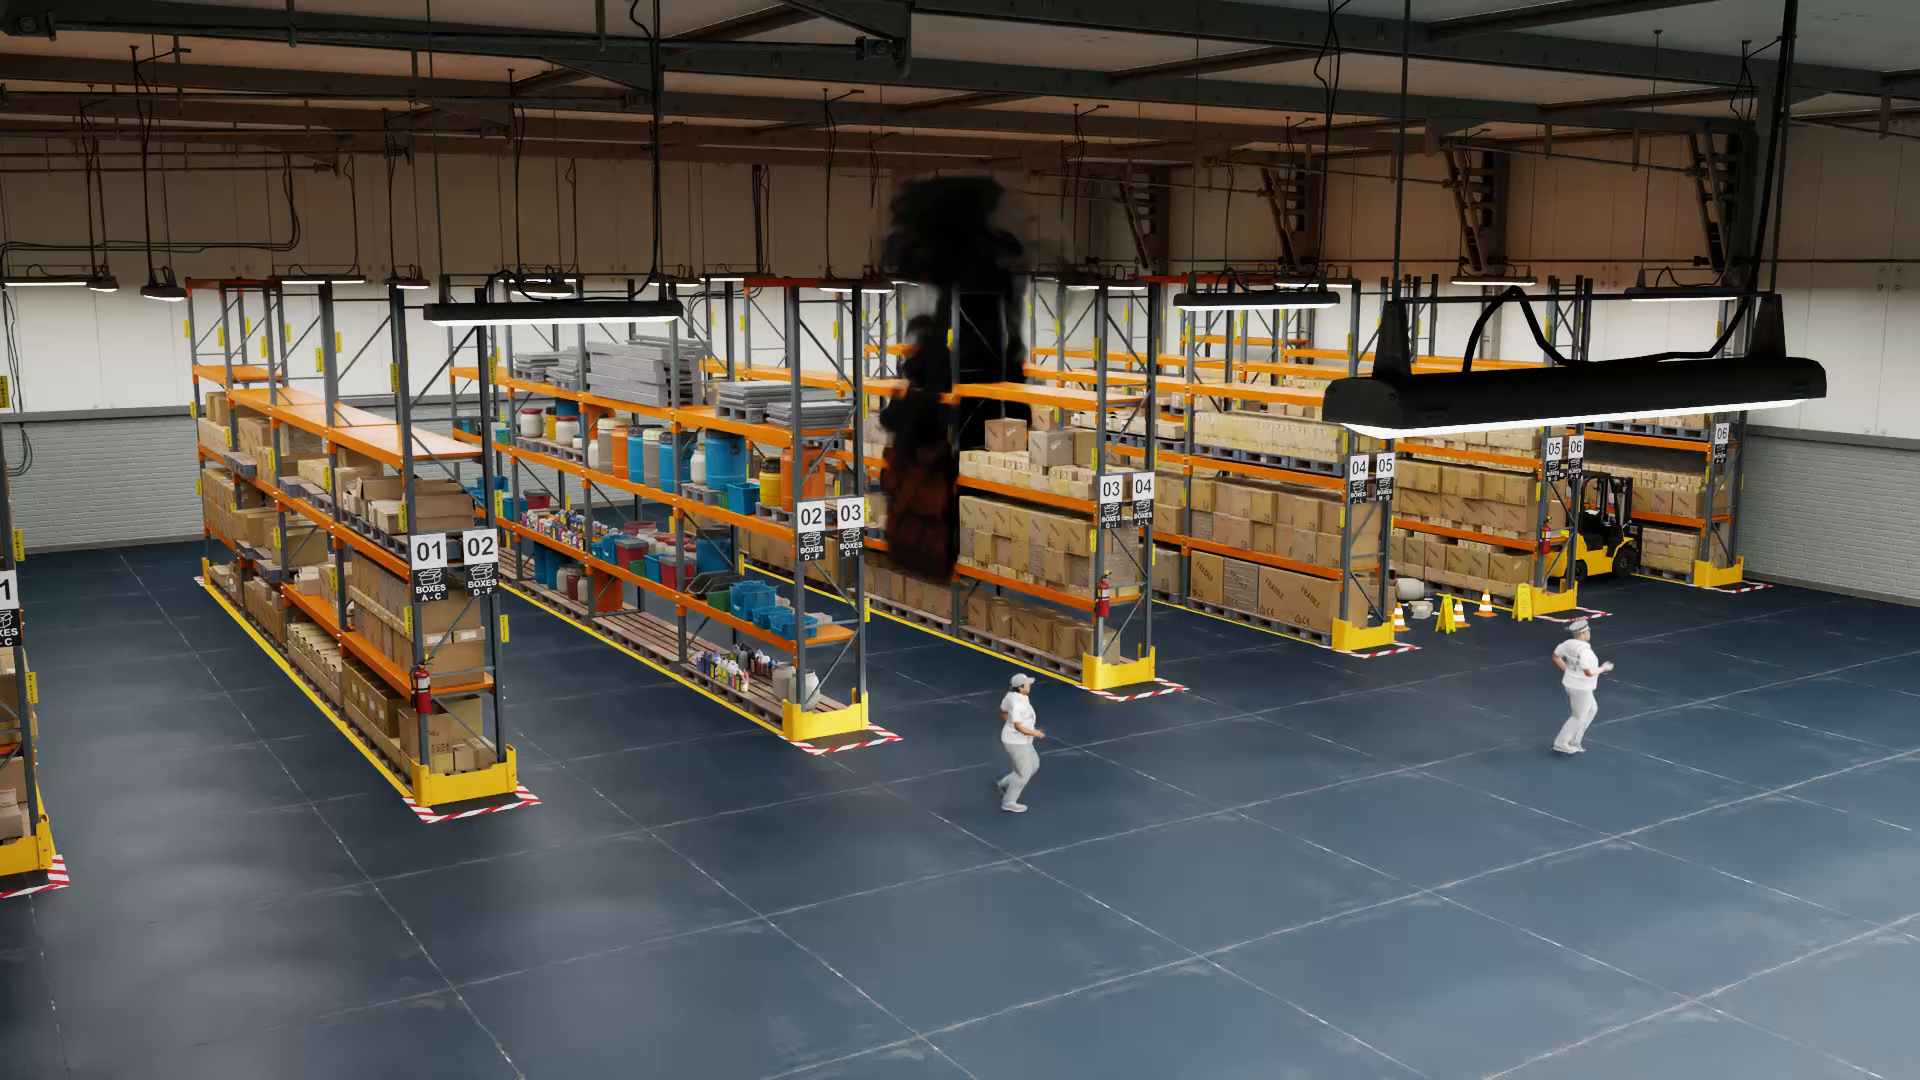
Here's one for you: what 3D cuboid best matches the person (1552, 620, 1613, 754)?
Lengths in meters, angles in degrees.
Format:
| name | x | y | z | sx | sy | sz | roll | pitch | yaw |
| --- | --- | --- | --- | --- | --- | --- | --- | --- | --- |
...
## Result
| name | x | y | z | sx | sy | sz | roll | pitch | yaw |
| --- | --- | --- | --- | --- | --- | --- | --- | --- | --- |
| person | 8.006 | 1.914 | 21.395 | 0.696 | 1.826 | 0.641 | 0 | 10 | 0 |

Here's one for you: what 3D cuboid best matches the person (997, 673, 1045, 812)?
| name | x | y | z | sx | sy | sz | roll | pitch | yaw |
| --- | --- | --- | --- | --- | --- | --- | --- | --- | --- |
| person | 0.724 | 2.340 | 19.223 | 0.500 | 1.632 | 0.590 | -1 | 10 | -4 |
